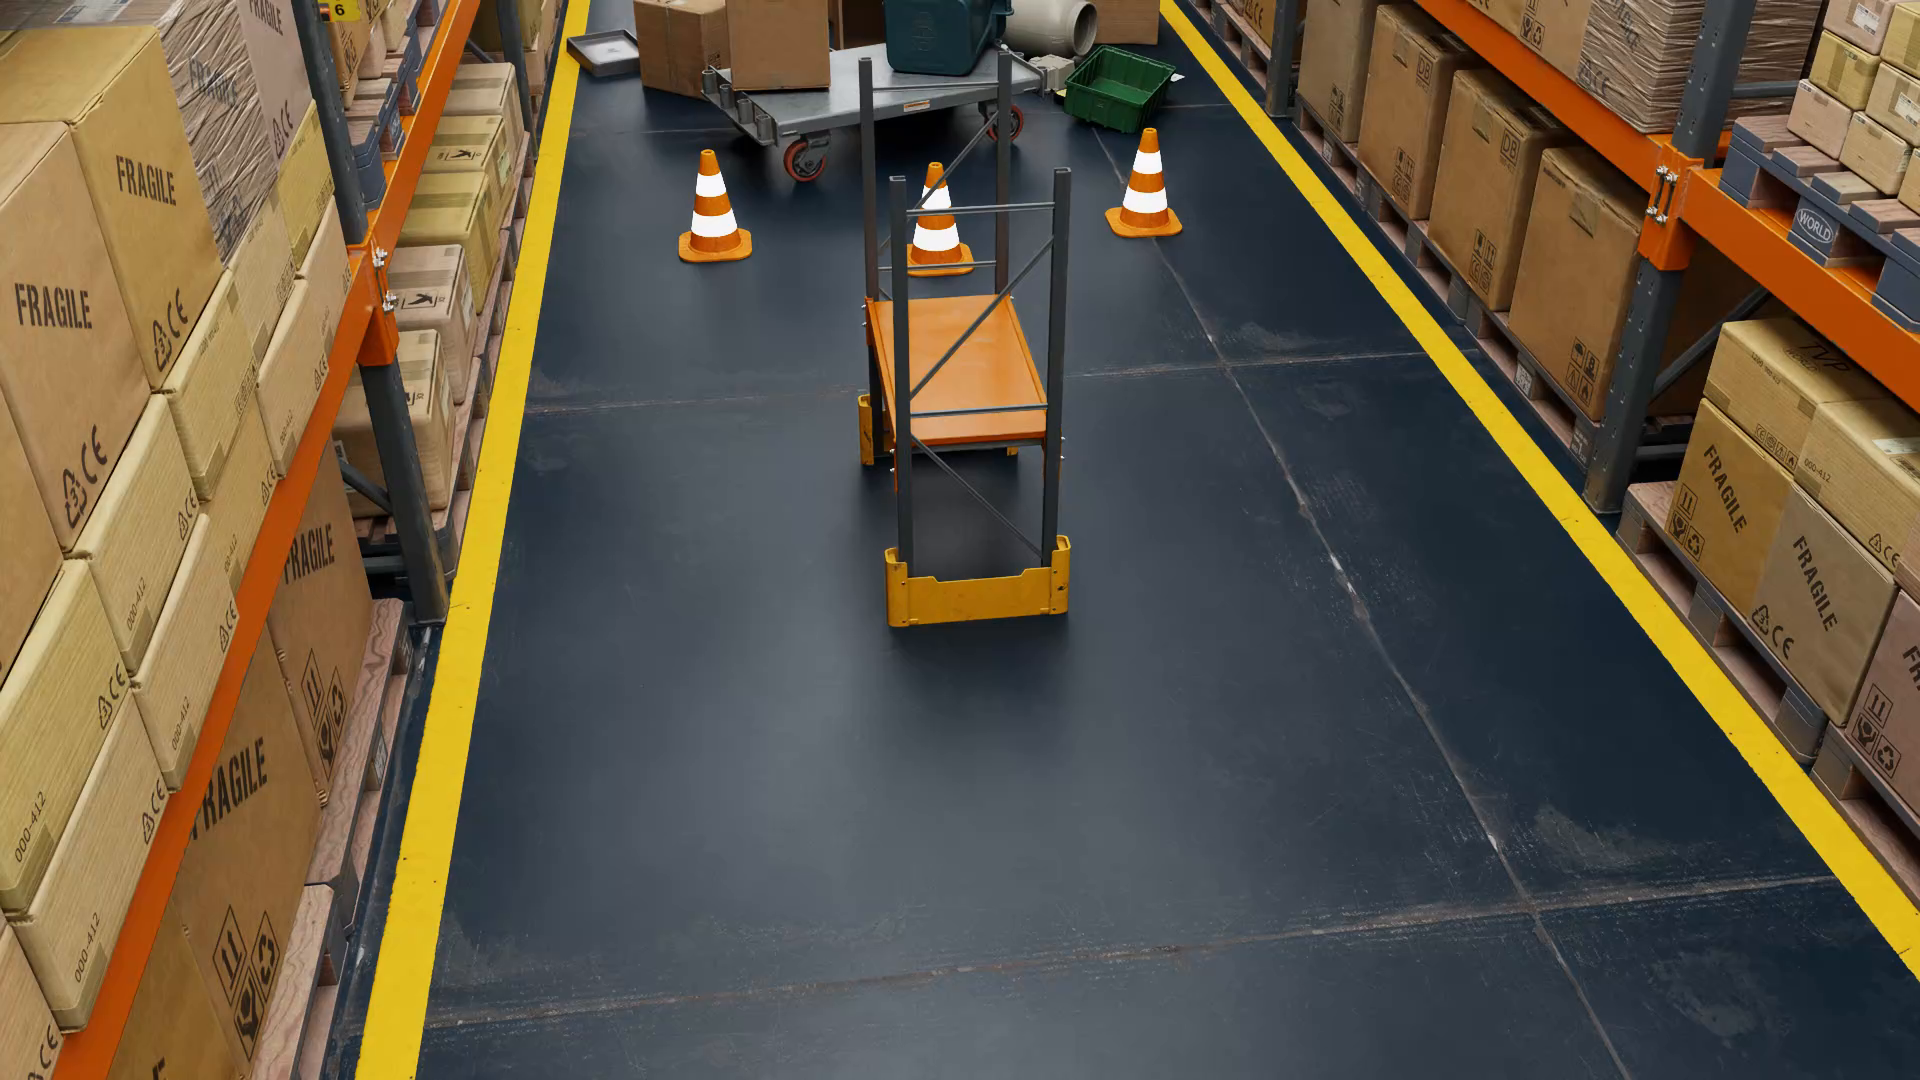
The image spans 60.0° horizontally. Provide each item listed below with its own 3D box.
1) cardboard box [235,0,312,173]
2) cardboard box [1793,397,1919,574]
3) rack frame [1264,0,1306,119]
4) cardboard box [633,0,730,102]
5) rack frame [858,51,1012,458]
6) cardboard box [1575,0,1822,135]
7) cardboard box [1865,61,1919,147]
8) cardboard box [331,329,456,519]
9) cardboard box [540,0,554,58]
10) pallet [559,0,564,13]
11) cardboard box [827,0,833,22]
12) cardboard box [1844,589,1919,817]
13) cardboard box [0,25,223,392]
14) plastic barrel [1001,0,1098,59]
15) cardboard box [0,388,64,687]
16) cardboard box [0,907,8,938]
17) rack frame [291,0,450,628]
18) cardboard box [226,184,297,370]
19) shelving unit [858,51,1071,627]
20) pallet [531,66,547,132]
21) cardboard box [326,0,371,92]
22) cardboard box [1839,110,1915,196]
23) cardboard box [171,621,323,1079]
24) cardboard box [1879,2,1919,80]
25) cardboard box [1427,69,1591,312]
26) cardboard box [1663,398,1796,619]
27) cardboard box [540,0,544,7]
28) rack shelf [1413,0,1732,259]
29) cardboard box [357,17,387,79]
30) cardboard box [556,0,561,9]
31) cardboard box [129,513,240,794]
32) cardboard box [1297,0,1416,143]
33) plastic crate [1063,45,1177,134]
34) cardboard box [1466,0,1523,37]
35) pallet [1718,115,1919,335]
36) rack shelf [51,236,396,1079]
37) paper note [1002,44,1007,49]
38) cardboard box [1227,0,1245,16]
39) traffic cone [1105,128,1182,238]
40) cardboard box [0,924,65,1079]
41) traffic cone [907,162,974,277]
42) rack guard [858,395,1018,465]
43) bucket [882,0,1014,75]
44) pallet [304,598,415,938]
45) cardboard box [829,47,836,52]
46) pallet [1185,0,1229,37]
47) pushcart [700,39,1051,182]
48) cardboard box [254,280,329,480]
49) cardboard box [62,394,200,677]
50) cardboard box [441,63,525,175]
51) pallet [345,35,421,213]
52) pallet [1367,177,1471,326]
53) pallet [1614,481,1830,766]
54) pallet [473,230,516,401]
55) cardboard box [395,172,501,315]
[{"bbox_3d":[-1.829,-1.149,3.795,0.500,0.500,0.500,-5,35,-8],"label":"cardboard box"},{"bbox_3d":[2.655,-0.159,4.500,0.500,0.250,0.500,-5,35,-7],"label":"cardboard box"},{"bbox_3d":[2.196,-3.626,8.408,1.000,3.000,0.127,-4,35,-6],"label":"rack frame"},{"bbox_3d":[-1.491,-2.864,9.507,0.500,0.500,0.500,20,39,26],"label":"cardboard box"},{"bbox_3d":[-0.080,-0.951,5.814,0.500,1.500,0.032,-4,35,-6],"label":"rack frame"},{"bbox_3d":[2.407,-1.667,5.443,0.500,0.500,0.500,-4,35,-6],"label":"cardboard box"},{"bbox_3d":[2.639,-1.151,4.361,0.380,0.149,0.250,-3,34,-4],"label":"cardboard box"},{"bbox_3d":[-2.224,-0.367,5.585,0.950,0.372,0.625,-7,35,-10],"label":"cardboard box"},{"bbox_3d":[-2.590,-2.879,9.380,0.500,0.250,0.500,-3,34,-4],"label":"cardboard box"},{"bbox_3d":[-3.149,-3.776,11.104,1.003,0.211,1.213,-4,35,-6],"label":"pallet"},{"bbox_3d":[-0.489,-3.607,10.596,0.637,0.503,0.797,27,43,34],"label":"cardboard box"},{"bbox_3d":[2.721,0.446,4.279,0.500,0.500,0.500,-5,35,-8],"label":"cardboard box"},{"bbox_3d":[-1.691,-0.585,2.969,0.500,0.500,0.500,-4,35,-6],"label":"cardboard box"},{"bbox_3d":[0.523,-3.079,9.892,0.512,0.421,0.421,20,39,26],"label":"plastic barrel"},{"bbox_3d":[-1.555,-0.015,2.131,0.500,0.500,0.500,-5,35,-8],"label":"cardboard box"},{"bbox_3d":[-1.497,0.569,1.941,0.500,0.250,0.500,-4,34,-6],"label":"cardboard box"},{"bbox_3d":[-2.158,-0.963,4.499,1.000,3.000,0.127,-4,35,-6],"label":"rack frame"},{"bbox_3d":[-1.768,-0.571,3.613,0.500,0.250,0.500,-5,35,-8],"label":"cardboard box"},{"bbox_3d":[-0.010,-0.662,5.390,0.587,1.500,1.083,-4,35,-6],"label":"shelving unit"},{"bbox_3d":[-2.821,-2.415,9.106,1.003,0.211,1.213,-4,35,-6],"label":"pallet"},{"bbox_3d":[-1.989,-1.569,4.663,0.500,0.500,0.500,-5,35,-8],"label":"cardboard box"},{"bbox_3d":[2.630,-1.049,4.476,0.380,0.149,0.250,-3,34,-4],"label":"cardboard box"},{"bbox_3d":[-2.031,0.631,3.674,0.875,0.875,0.875,-4,34,-6],"label":"cardboard box"},{"bbox_3d":[2.643,-1.287,4.298,0.380,0.149,0.250,-5,35,-8],"label":"cardboard box"},{"bbox_3d":[2.620,-1.472,6.872,1.050,0.750,0.750,-4,34,-6],"label":"cardboard box"},{"bbox_3d":[2.576,-0.121,5.110,0.500,0.500,0.500,-6,35,-8],"label":"cardboard box"},{"bbox_3d":[-2.591,-3.190,9.170,0.500,0.500,0.500,-3,34,-4],"label":"cardboard box"},{"bbox_3d":[2.465,-2.213,6.973,1.077,0.370,4.000,-4,35,-6],"label":"rack shelf"},{"bbox_3d":[-2.013,-1.545,5.203,0.380,0.149,0.250,-7,35,-9],"label":"cardboard box"},{"bbox_3d":[-2.720,-3.453,10.221,0.500,0.250,0.500,-6,35,-8],"label":"cardboard box"},{"bbox_3d":[-1.600,0.210,2.911,0.500,0.250,0.500,-5,35,-7],"label":"cardboard box"},{"bbox_3d":[2.369,-2.531,8.425,1.050,0.750,0.750,-5,35,-7],"label":"cardboard box"},{"bbox_3d":[0.874,-2.486,9.180,0.450,0.188,0.662,21,39,12],"label":"plastic crate"},{"bbox_3d":[2.274,-2.224,6.261,0.500,0.500,0.500,-5,35,-7],"label":"cardboard box"},{"bbox_3d":[2.935,-0.925,4.615,1.213,0.211,1.003,-4,35,-6],"label":"pallet"},{"bbox_3d":[-1.889,0.450,3.064,1.077,0.370,4.000,-4,35,-6],"label":"rack shelf"},{"bbox_3d":[0.200,-3.015,10.155,0.172,0.023,0.155,7,35,10],"label":"paper note"},{"bbox_3d":[2.056,-3.781,10.148,0.875,0.875,0.875,-4,34,-6],"label":"cardboard box"},{"bbox_3d":[0.880,-1.715,7.856,0.336,0.463,0.334,-4,35,-6],"label":"traffic cone"},{"bbox_3d":[-1.488,0.777,2.079,0.500,0.250,0.500,-5,35,-8],"label":"cardboard box"},{"bbox_3d":[-0.112,-1.475,7.503,0.336,0.463,0.334,-4,35,-6],"label":"traffic cone"},{"bbox_3d":[-0.077,-0.424,6.150,0.587,0.250,0.087,-4,35,-6],"label":"rack guard"},{"bbox_3d":[-0.107,-2.803,8.757,0.726,0.611,0.620,7,45,10],"label":"bucket"},{"bbox_3d":[-2.126,0.635,4.631,1.003,0.211,1.213,-4,35,-6],"label":"pallet"},{"bbox_3d":[-0.678,-2.682,9.450,0.396,0.266,0.258,27,43,34],"label":"cardboard box"},{"bbox_3d":[2.004,-3.587,10.826,1.003,0.211,1.213,-4,35,-6],"label":"pallet"},{"bbox_3d":[-0.443,-2.312,8.808,1.648,0.377,0.936,-16,38,-23],"label":"pushcart"},{"bbox_3d":[-1.748,-0.355,3.740,0.500,0.250,0.500,-4,34,-6],"label":"cardboard box"},{"bbox_3d":[-1.609,0.003,2.771,0.500,0.250,0.500,-5,35,-8],"label":"cardboard box"},{"bbox_3d":[-2.623,-1.990,7.967,0.950,0.372,0.625,-4,34,-6],"label":"cardboard box"},{"bbox_3d":[-2.359,-1.273,5.125,1.213,0.211,1.003,-4,35,-6],"label":"pallet"},{"bbox_3d":[2.542,-1.367,7.568,1.003,0.211,1.213,-4,35,-6],"label":"pallet"},{"bbox_3d":[2.838,0.194,5.278,1.003,0.211,1.213,-4,35,-6],"label":"pallet"},{"bbox_3d":[-2.422,-0.926,6.922,1.003,0.211,1.213,-4,35,-6],"label":"pallet"},{"bbox_3d":[-2.427,-1.201,6.810,0.950,0.372,0.625,-3,34,-5],"label":"cardboard box"}]
